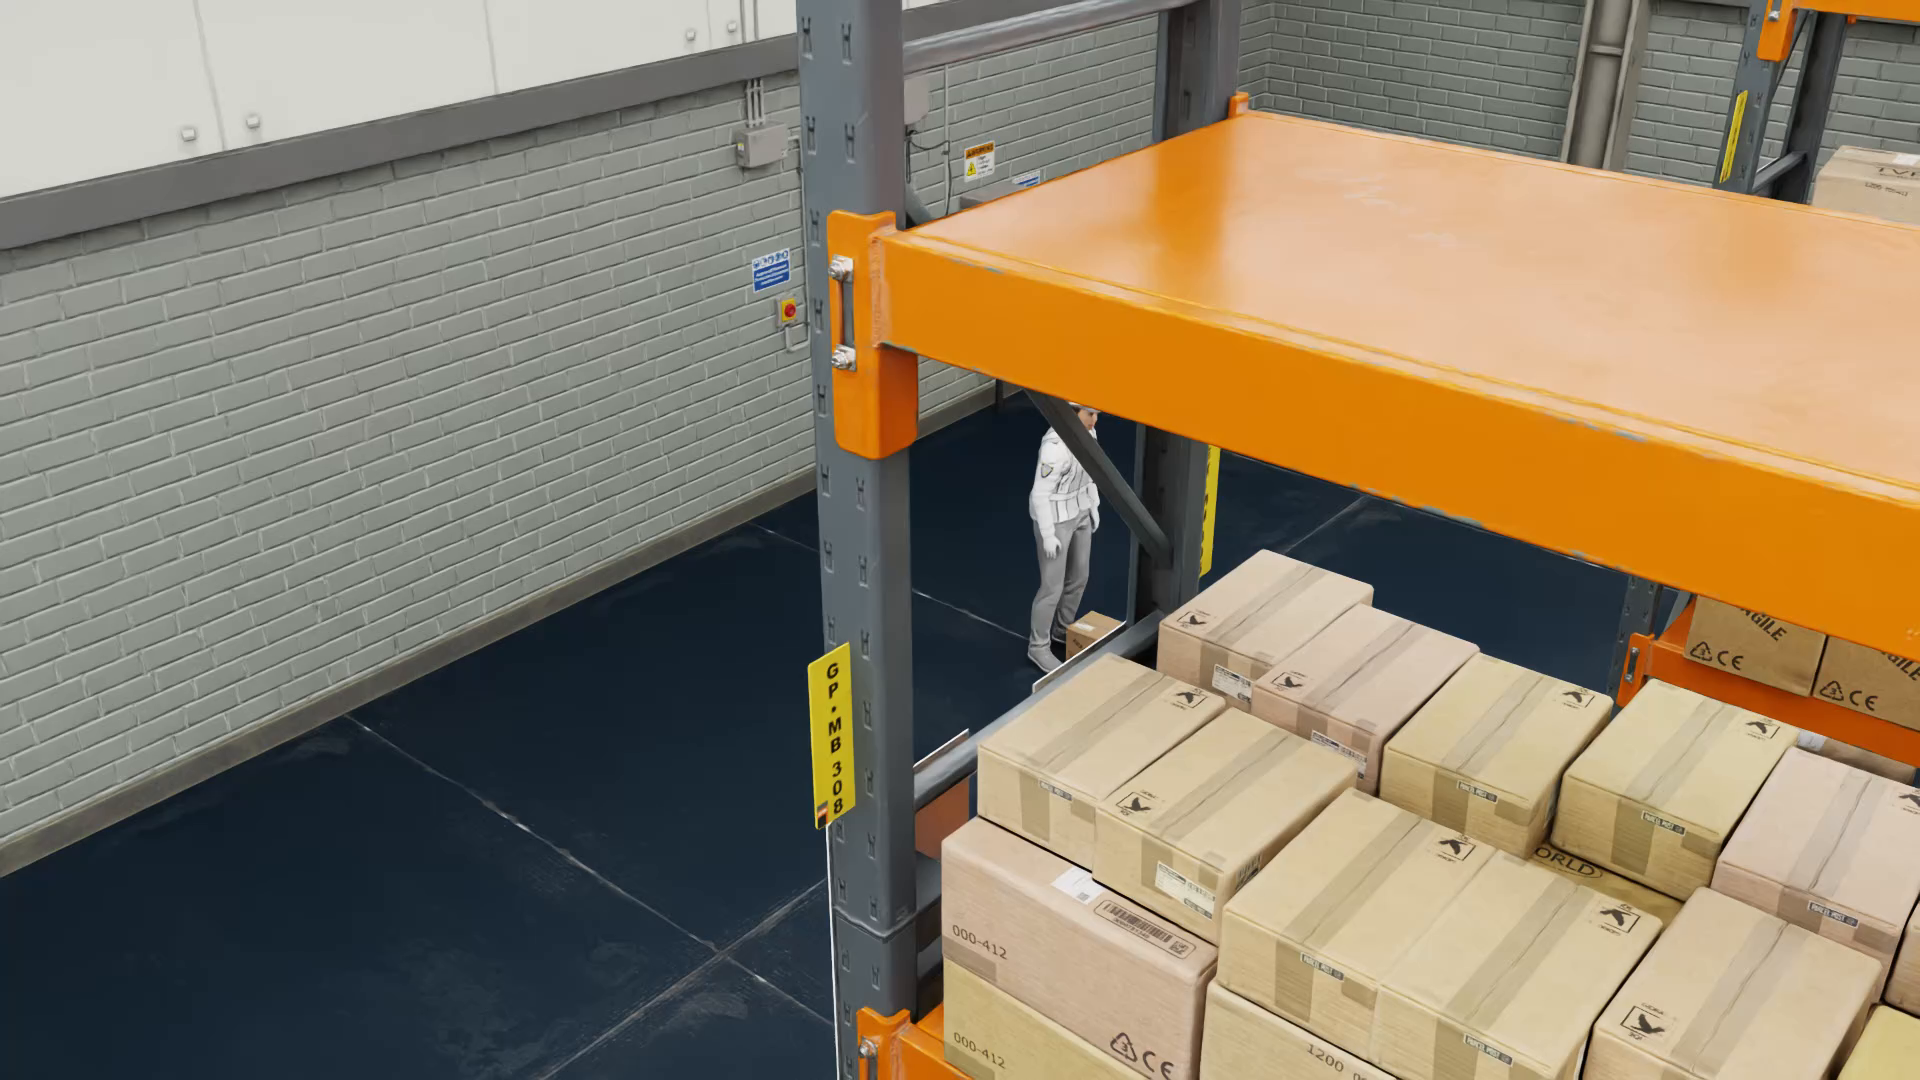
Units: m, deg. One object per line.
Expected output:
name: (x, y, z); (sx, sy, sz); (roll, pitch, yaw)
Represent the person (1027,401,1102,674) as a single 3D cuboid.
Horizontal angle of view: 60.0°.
person: (0.590, -0.104, 9.219); (0.370, 1.666, 0.544); (19, 33, 32)
